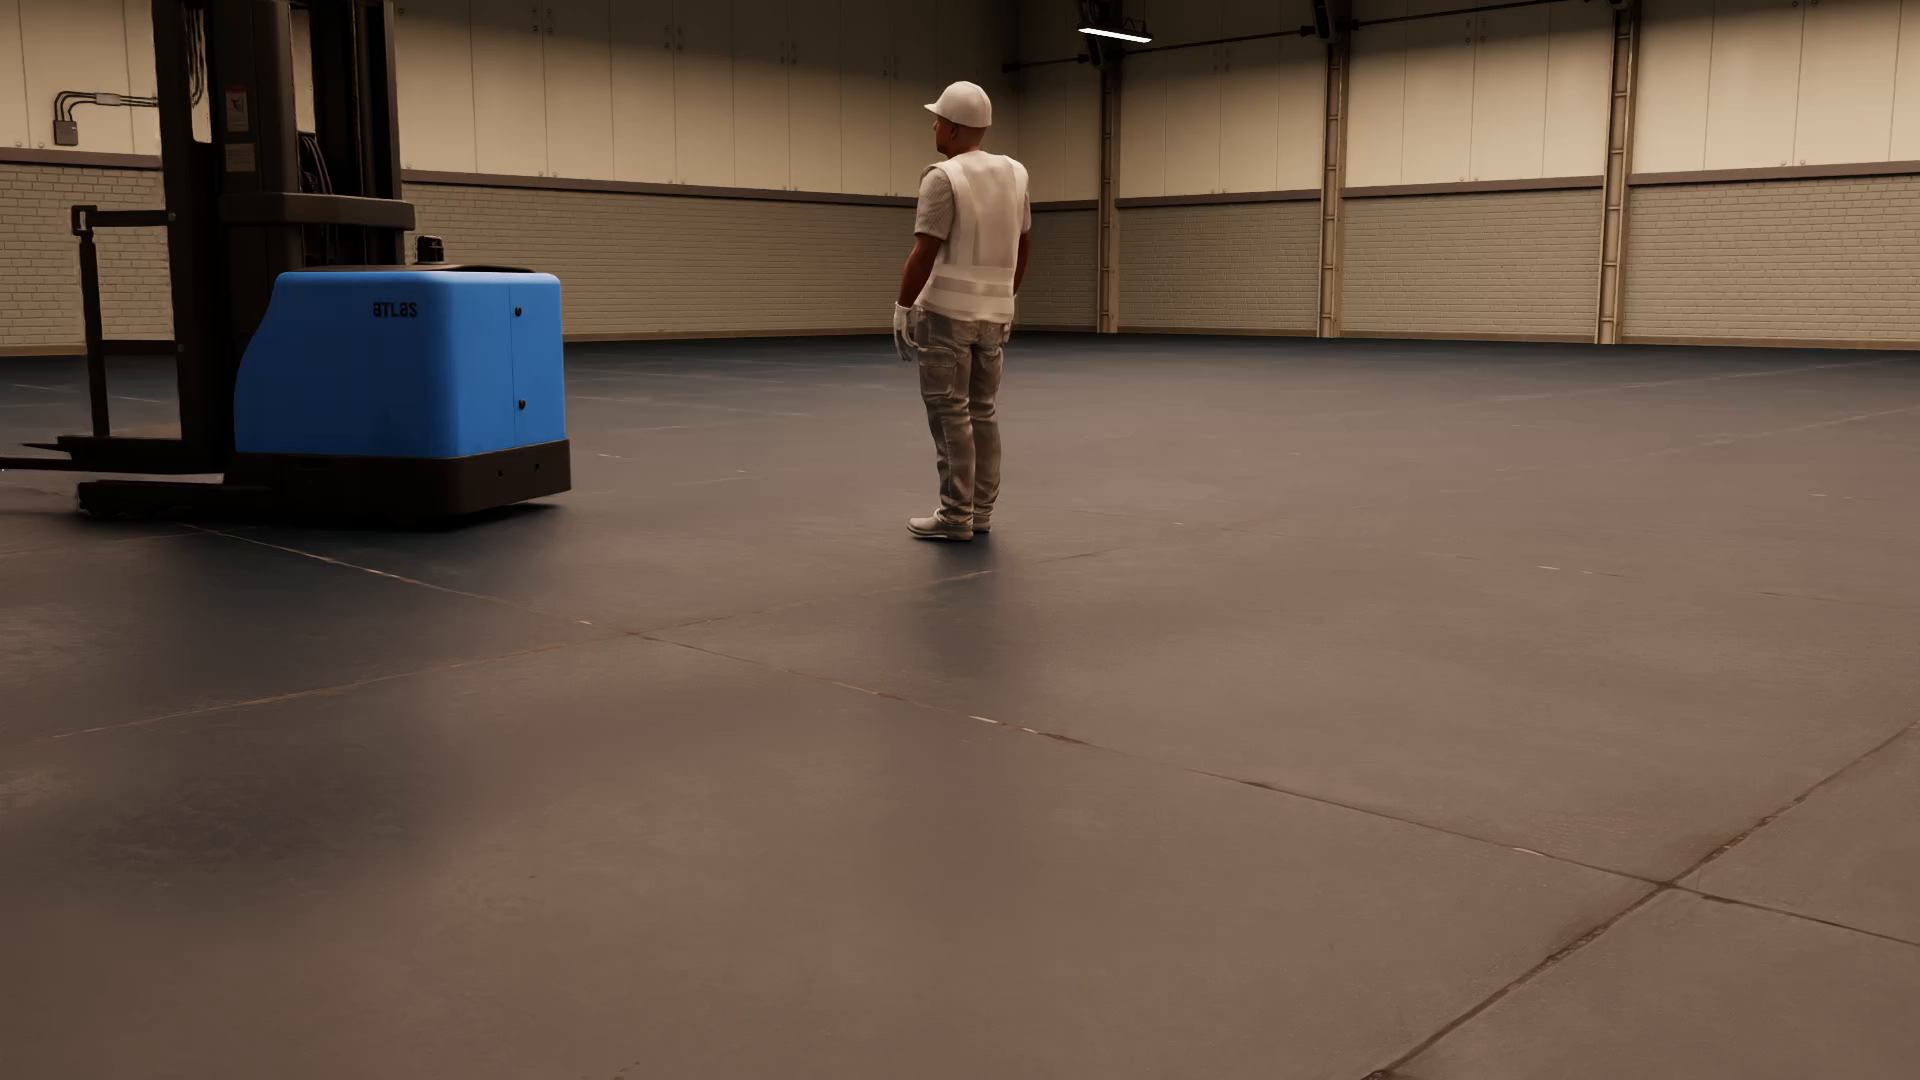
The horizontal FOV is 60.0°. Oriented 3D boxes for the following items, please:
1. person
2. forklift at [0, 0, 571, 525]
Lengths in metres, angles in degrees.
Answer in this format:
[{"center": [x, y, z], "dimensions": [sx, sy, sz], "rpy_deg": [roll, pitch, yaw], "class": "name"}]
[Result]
[{"center": [-0.046, -0.898, 6.639], "dimensions": [0.575, 1.785, 0.657], "rpy_deg": [8, 12, 43], "class": "person"}, {"center": [-3.399, -1.612, 7.581], "dimensions": [3.031, 2.935, 1.130], "rpy_deg": [3, 9, 16], "class": "forklift"}]
